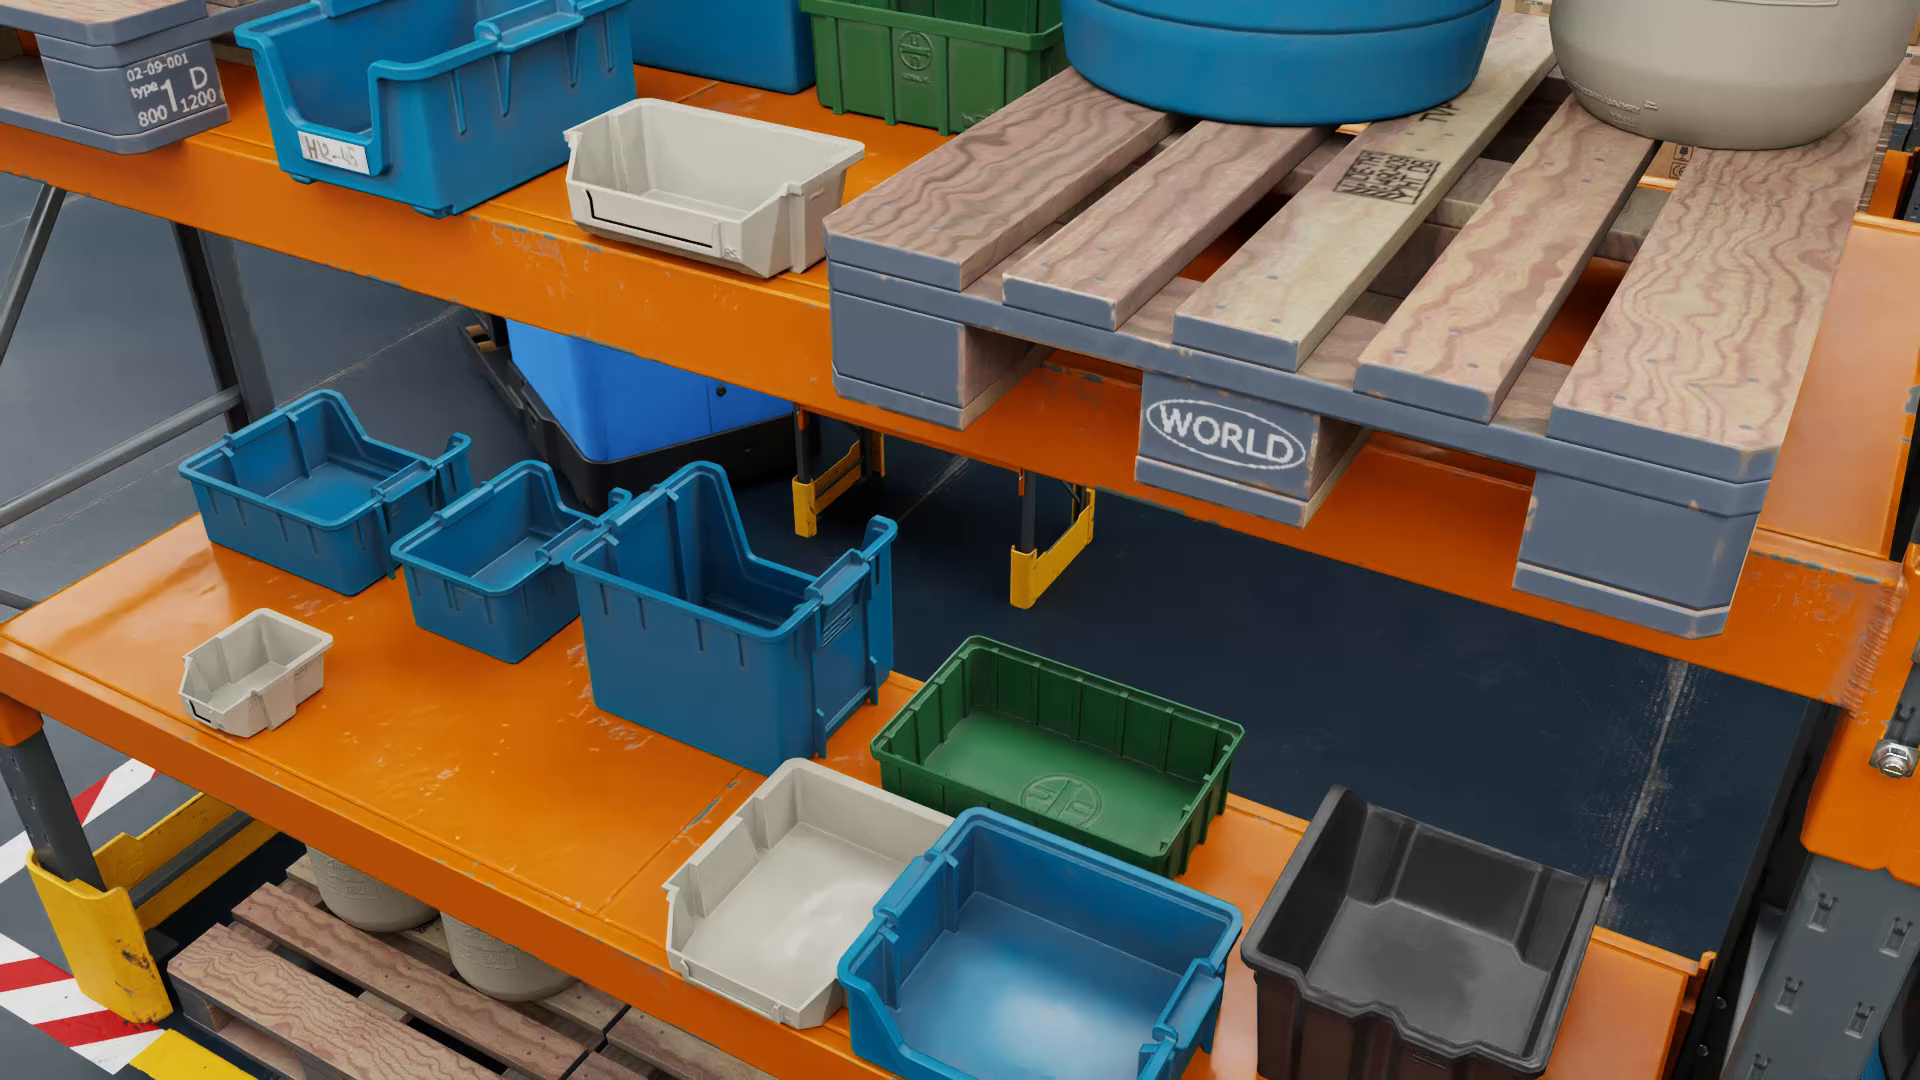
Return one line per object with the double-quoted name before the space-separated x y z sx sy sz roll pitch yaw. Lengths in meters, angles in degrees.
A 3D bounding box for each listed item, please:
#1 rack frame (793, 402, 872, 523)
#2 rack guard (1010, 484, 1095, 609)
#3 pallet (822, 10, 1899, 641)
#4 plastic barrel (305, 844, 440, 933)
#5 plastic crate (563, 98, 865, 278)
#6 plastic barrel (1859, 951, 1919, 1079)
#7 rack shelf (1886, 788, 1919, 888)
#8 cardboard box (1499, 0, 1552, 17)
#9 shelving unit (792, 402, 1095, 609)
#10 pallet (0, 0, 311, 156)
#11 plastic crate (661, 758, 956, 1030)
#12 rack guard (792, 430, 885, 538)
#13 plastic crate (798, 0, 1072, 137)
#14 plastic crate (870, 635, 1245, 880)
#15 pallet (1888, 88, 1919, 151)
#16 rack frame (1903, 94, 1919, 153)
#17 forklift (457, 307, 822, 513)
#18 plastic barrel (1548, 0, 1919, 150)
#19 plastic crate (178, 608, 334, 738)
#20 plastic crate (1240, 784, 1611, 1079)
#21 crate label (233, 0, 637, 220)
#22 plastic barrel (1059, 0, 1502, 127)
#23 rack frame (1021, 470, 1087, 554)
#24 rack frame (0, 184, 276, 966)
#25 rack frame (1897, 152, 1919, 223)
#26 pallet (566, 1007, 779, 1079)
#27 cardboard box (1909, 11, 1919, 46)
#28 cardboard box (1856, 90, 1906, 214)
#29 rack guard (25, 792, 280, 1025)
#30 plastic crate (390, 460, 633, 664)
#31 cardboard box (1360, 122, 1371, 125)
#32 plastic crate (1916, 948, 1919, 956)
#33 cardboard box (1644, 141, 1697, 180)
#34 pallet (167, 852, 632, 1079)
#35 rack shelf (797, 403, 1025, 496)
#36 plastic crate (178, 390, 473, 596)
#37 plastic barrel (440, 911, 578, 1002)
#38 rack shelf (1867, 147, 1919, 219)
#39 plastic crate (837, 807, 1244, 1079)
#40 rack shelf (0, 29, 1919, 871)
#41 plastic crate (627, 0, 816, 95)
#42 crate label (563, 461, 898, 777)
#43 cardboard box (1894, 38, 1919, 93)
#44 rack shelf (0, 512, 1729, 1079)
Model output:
"rack frame" -0.515 -0.788 6.579 0.032 1.500 0.500 18 37 24
"rack guard" 0.366 0.012 6.507 0.087 0.250 0.587 18 37 24
"pallet" 0.568 -0.414 2.129 1.003 0.211 1.213 18 37 24
"plastic barrel" -1.621 0.812 4.690 0.421 0.512 0.421 0 34 0
"plastic crate" -0.352 -0.478 2.294 0.396 0.136 0.243 18 37 24
"plastic barrel" 1.428 0.951 2.164 0.708 0.901 0.600 18 37 24
"rack shelf" 2.979 0.508 1.223 4.000 0.370 1.077 18 37 24
"cardboard box" 2.259 -2.109 6.535 0.250 0.149 0.380 19 38 26
"shelving unit" -0.066 -0.645 6.366 1.083 1.500 0.587 18 37 24
"pallet" -1.561 -1.088 3.142 1.213 0.211 1.003 18 37 24
"plastic crate" -0.293 0.692 3.242 0.437 0.136 0.530 18 37 24
"rack guard" -0.499 -0.262 6.918 0.087 0.250 0.587 18 37 24
"plastic crate" 0.008 -0.818 2.757 0.450 0.188 0.336 18 37 24
"plastic crate" 0.204 0.486 3.504 0.662 0.188 0.450 18 37 24
"pallet" 5.557 -2.867 10.865 1.213 0.211 1.003 18 37 24
"rack frame" 6.158 -3.860 9.841 0.127 3.000 1.000 18 37 24
"forklift" -1.770 -2.118 7.286 1.130 2.935 3.031 -18 38 -24
"plastic barrel" 0.966 -0.775 2.022 0.421 0.512 0.421 0 34 0
"plastic crate" -1.613 0.318 3.804 0.250 0.136 0.298 18 37 24
"plastic crate" 0.851 0.728 3.006 0.504 0.338 0.767 18 37 24
"crate label" -0.769 -0.706 2.531 0.408 0.251 0.502 18 37 24
"plastic barrel" 0.431 -1.050 2.083 0.708 0.901 0.600 18 37 24
"rack frame" 0.367 -0.508 6.160 0.032 1.500 0.500 18 37 24
"rack frame" -2.230 -0.193 4.333 0.127 3.000 1.000 18 37 24
"rack frame" 3.703 -1.475 6.259 0.127 3.000 1.000 18 37 24
"pallet" -0.383 1.528 4.265 1.213 0.211 1.003 18 37 24
"cardboard box" 3.315 -2.176 6.051 0.500 0.500 0.700 18 38 25
"cardboard box" 3.315 -1.636 6.410 0.500 0.500 0.700 17 37 23
"rack guard" -2.141 0.846 5.029 0.348 0.500 1.175 18 37 24
"plastic crate" -1.086 0.044 4.112 0.408 0.251 0.499 18 37 24
"cardboard box" 1.975 -2.058 7.044 0.500 0.500 0.700 19 38 26
"plastic crate" 1.815 0.867 2.685 0.583 0.464 0.402 18 37 24
"cardboard box" 2.854 -1.778 6.623 0.500 0.500 0.700 17 37 24
"pallet" -1.438 1.192 4.769 1.213 0.211 1.003 18 37 24
"rack shelf" -0.074 -0.498 6.469 1.000 0.185 0.538 18 37 24
"plastic crate" -1.647 -0.137 4.384 0.616 0.251 0.499 18 37 24
"plastic barrel" -1.186 0.950 4.483 0.421 0.512 0.421 0 34 0
"rack shelf" 1.967 -1.726 7.285 4.000 0.370 1.077 18 37 24
"plastic crate" 0.147 0.796 2.983 0.616 0.251 0.499 18 37 24
"rack shelf" -0.494 -0.592 2.875 4.000 0.370 1.077 18 37 24
"plastic crate" -0.425 -1.055 2.936 0.575 0.384 0.392 18 37 24
"crate label" -0.498 0.169 3.759 0.616 0.435 0.502 18 37 24
"cardboard box" 3.361 -1.759 6.009 0.250 0.149 0.380 18 37 24
"rack shelf" -0.494 0.657 3.707 4.000 0.370 1.077 18 37 24
